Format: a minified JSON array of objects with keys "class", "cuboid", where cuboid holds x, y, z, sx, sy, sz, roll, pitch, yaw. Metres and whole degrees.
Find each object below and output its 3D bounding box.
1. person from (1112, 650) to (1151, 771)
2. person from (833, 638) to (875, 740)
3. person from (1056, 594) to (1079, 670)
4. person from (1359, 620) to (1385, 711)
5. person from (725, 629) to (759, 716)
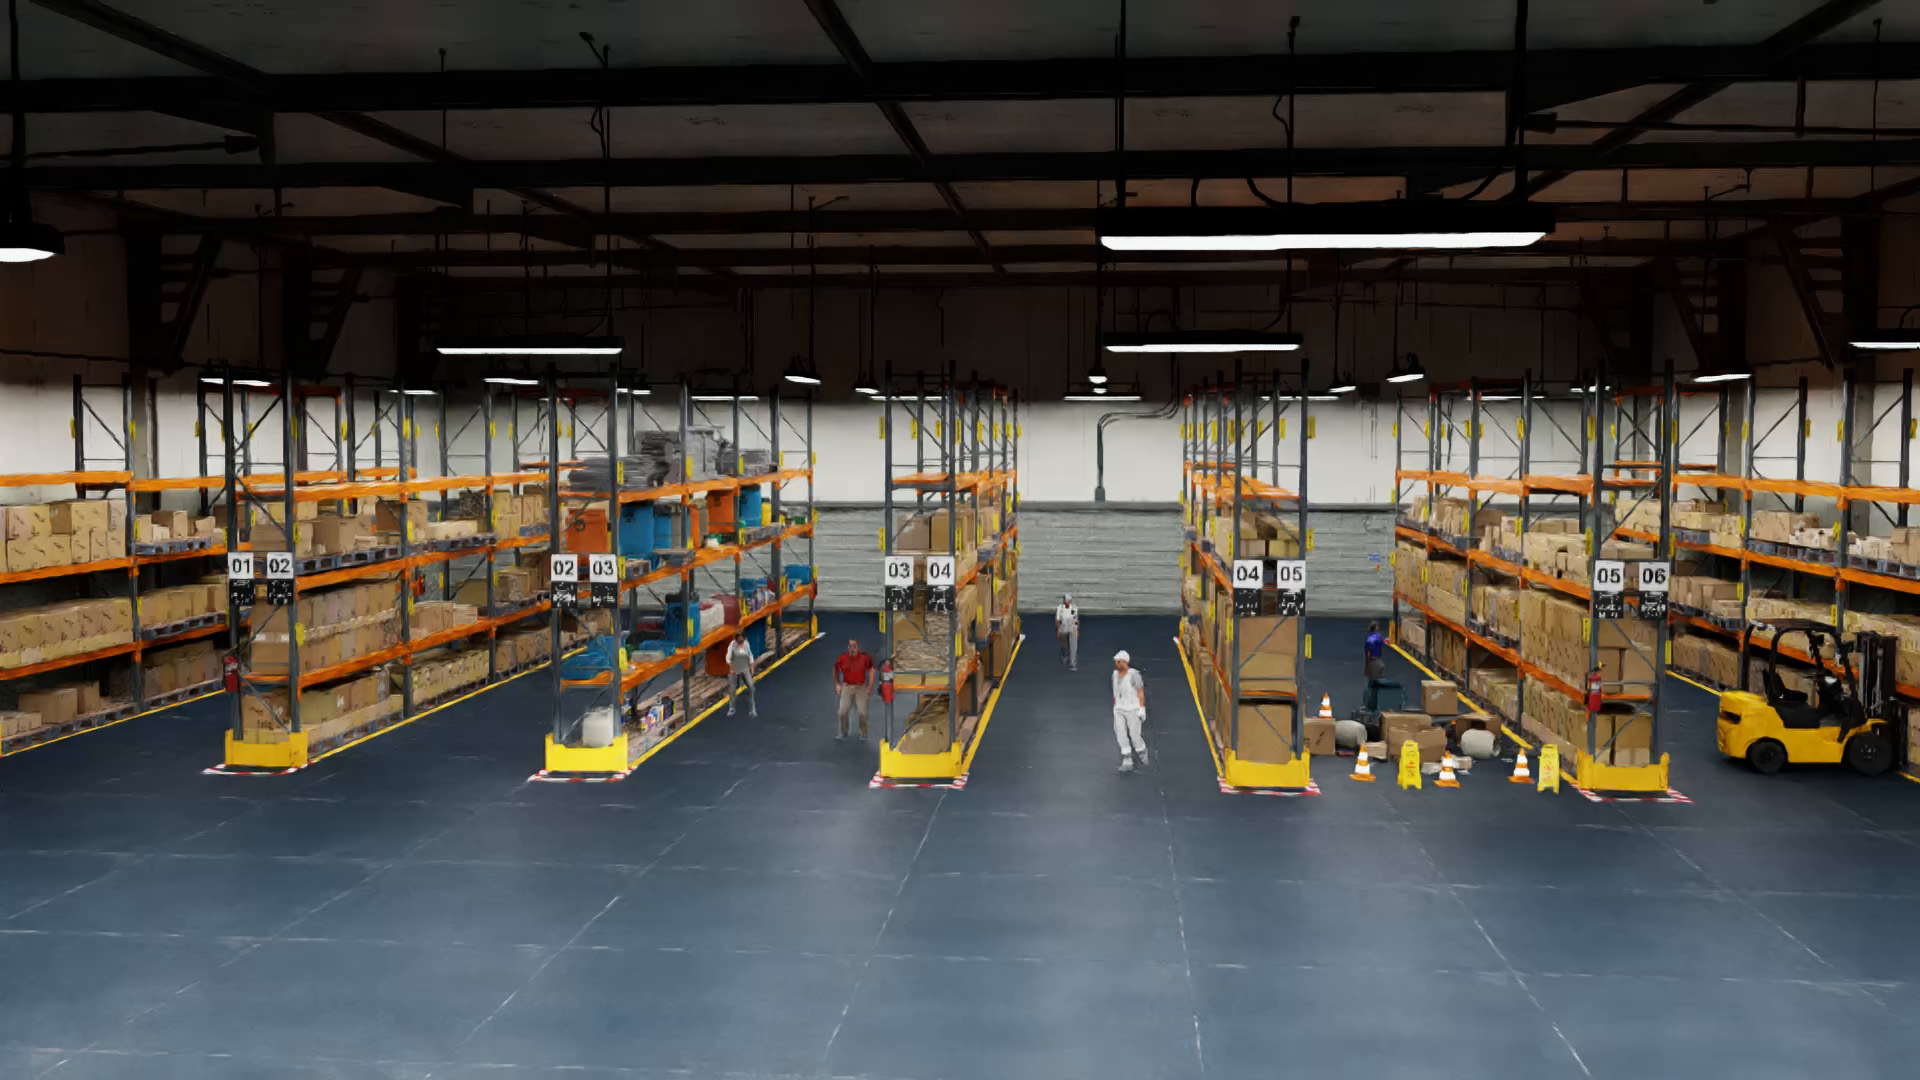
[{"class":"person","cuboid":[2.515,2.506,24.534,0.588,1.776,0.576,3,5,40]},{"class":"person","cuboid":[-1.712,2.403,26.878,0.682,1.676,0.529,0,4,4]},{"class":"person","cuboid":[2.254,1.898,34.904,0.497,1.573,1.079,1,4,8]},{"class":"person","cuboid":[7.299,2.235,29.378,0.524,1.656,0.531,3,5,35]},{"class":"person","cuboid":[-3.856,2.308,29.128,0.537,1.549,0.683,-1,4,-18]}]
